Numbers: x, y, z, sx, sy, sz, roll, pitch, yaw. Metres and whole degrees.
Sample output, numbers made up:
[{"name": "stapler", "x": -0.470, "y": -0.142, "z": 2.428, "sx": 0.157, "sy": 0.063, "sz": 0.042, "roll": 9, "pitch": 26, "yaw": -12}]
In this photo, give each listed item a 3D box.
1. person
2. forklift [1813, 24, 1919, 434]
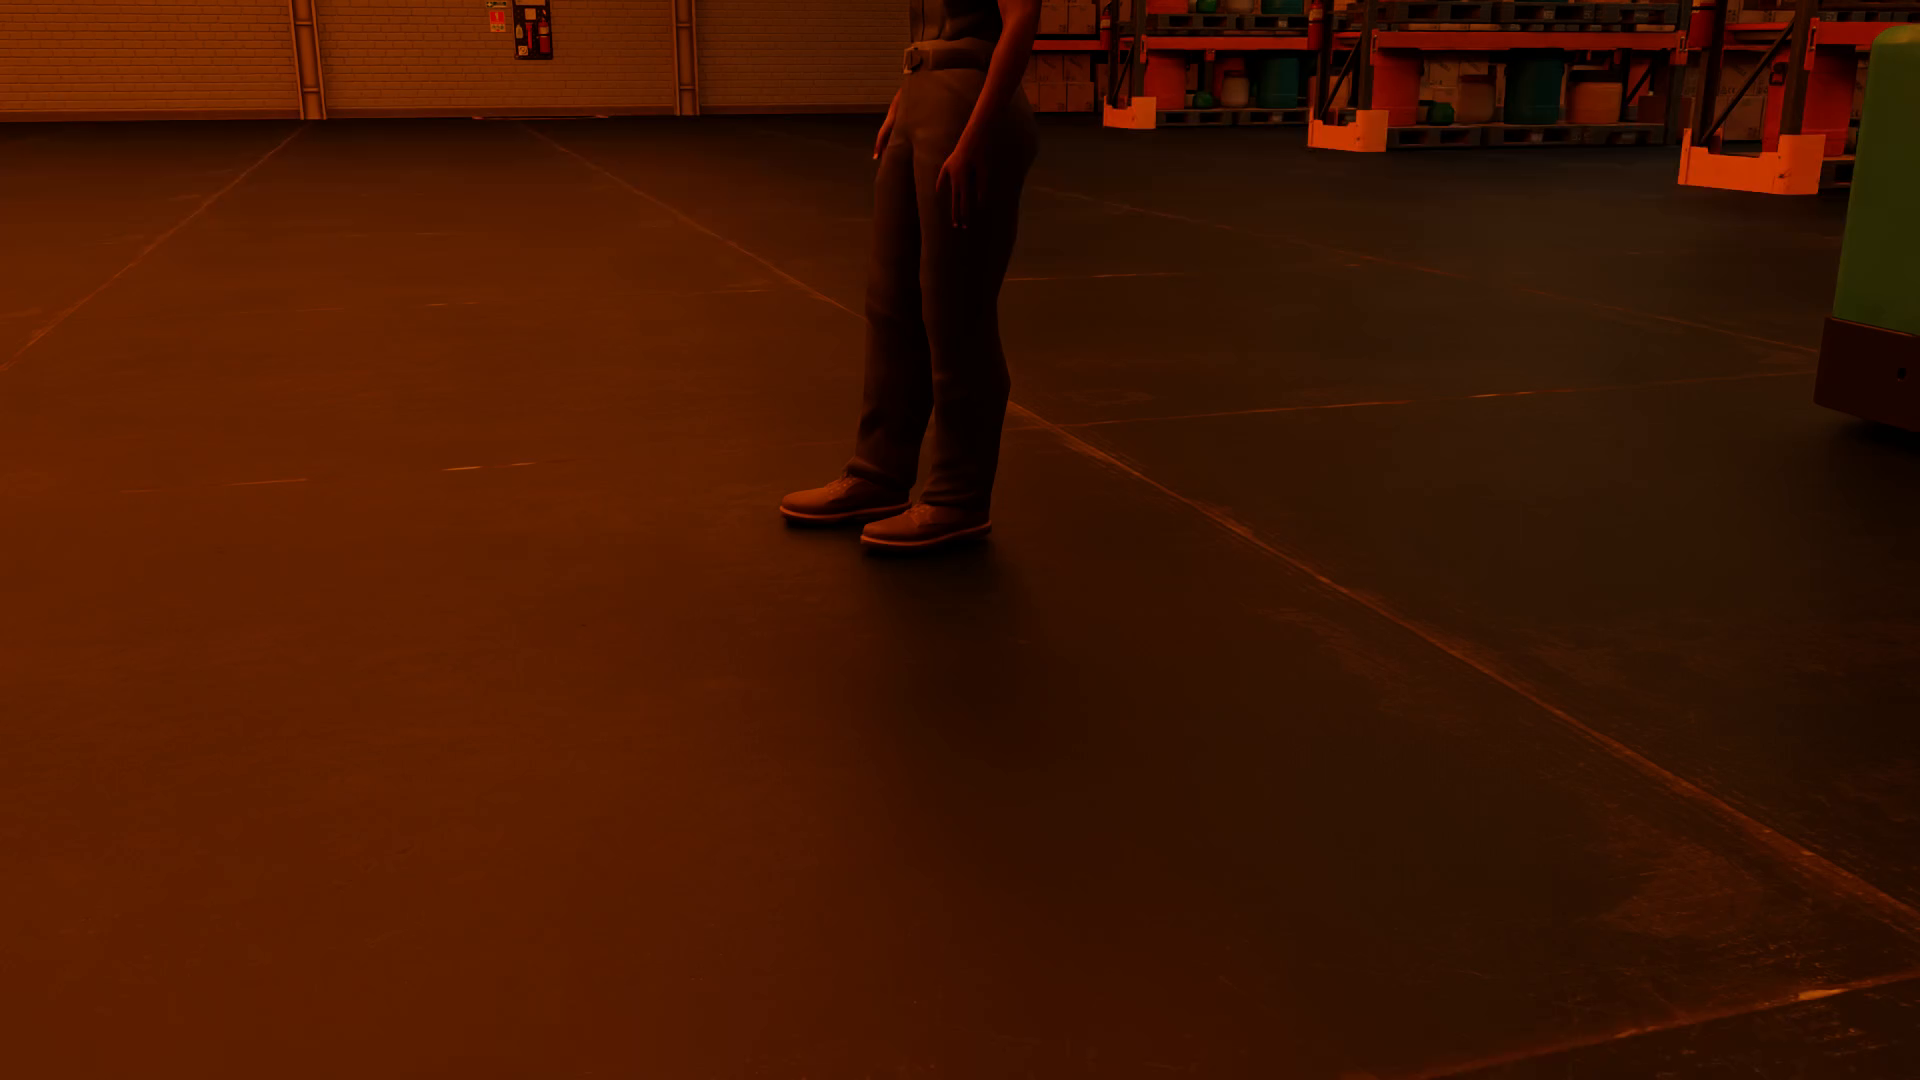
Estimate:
[{"name": "person", "x": -0.089, "y": -0.799, "z": 3.325, "sx": 0.504, "sy": 1.654, "sz": 0.569, "roll": -5, "pitch": 17, "yaw": -17}, {"name": "forklift", "x": 3.936, "y": -1.679, "z": 4.087, "sx": 3.031, "sy": 2.935, "sz": 1.130, "roll": -3, "pitch": 17, "yaw": -12}]
